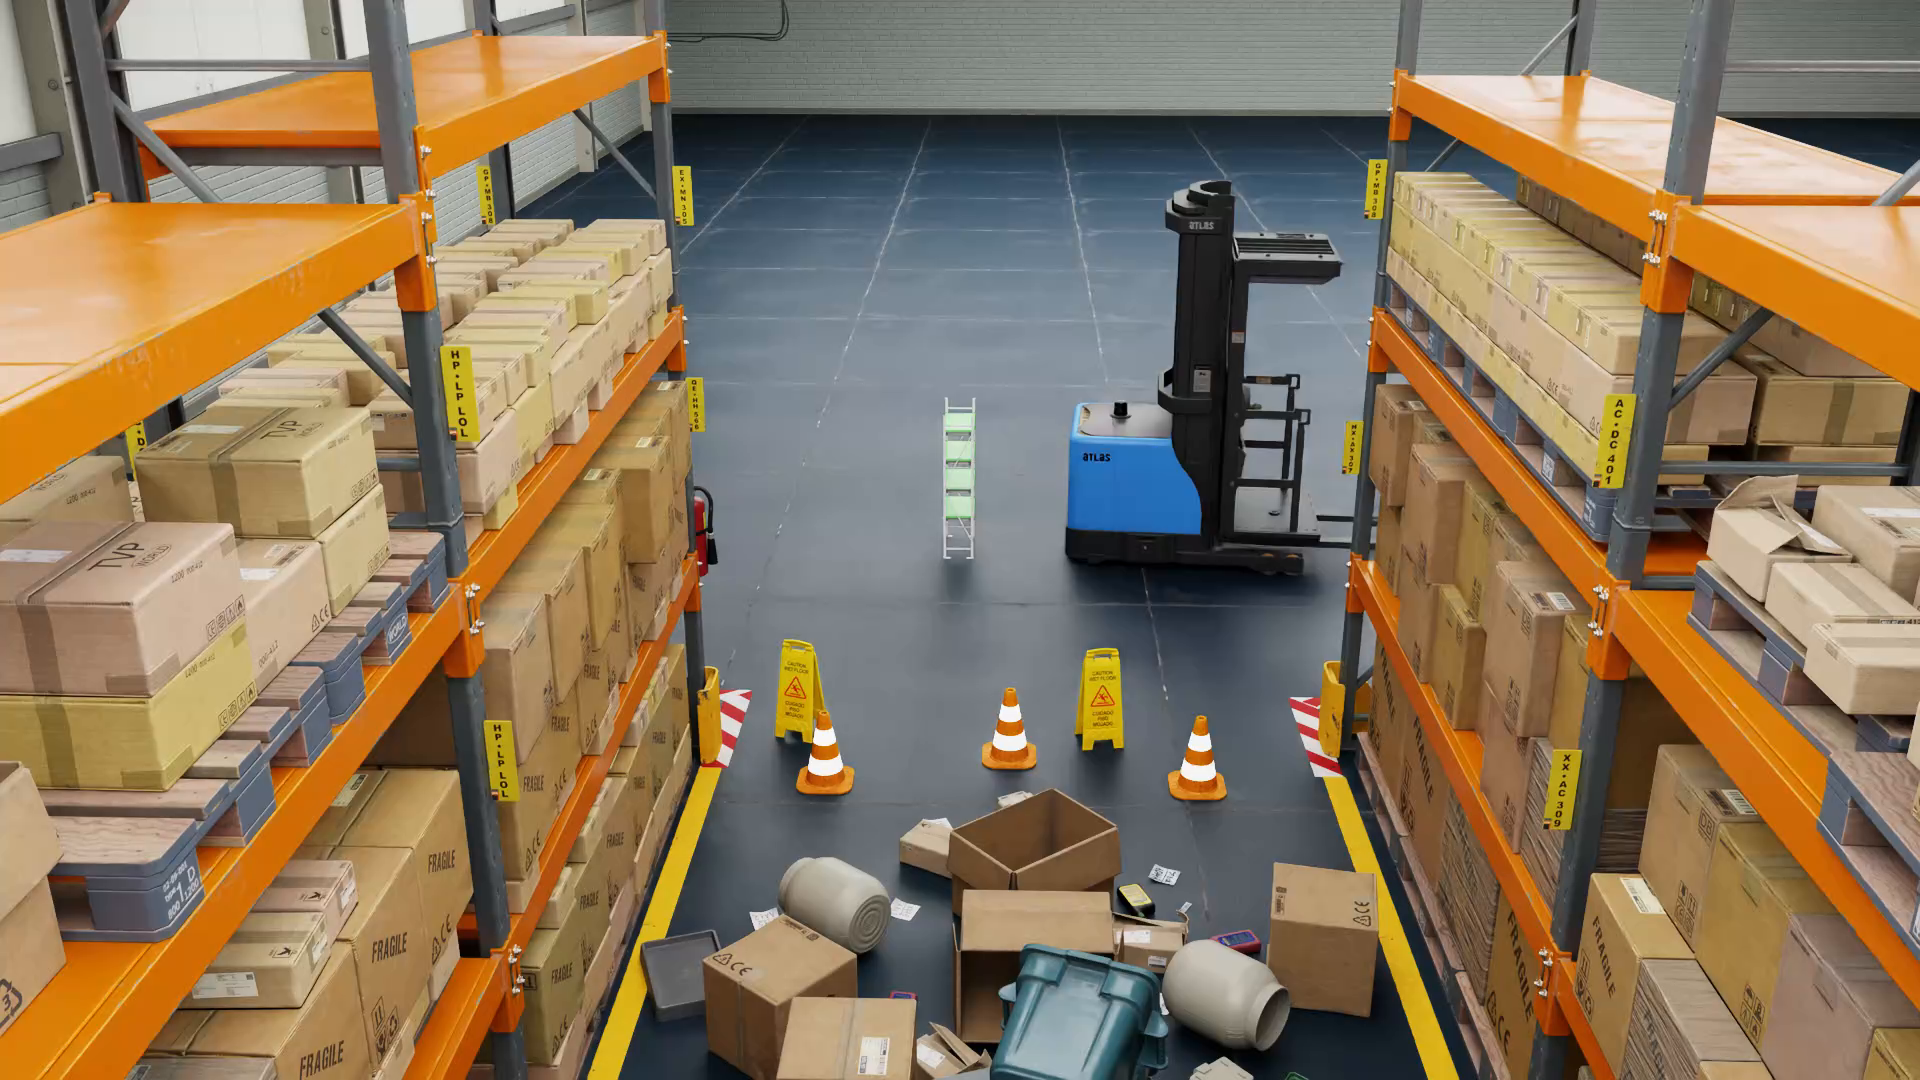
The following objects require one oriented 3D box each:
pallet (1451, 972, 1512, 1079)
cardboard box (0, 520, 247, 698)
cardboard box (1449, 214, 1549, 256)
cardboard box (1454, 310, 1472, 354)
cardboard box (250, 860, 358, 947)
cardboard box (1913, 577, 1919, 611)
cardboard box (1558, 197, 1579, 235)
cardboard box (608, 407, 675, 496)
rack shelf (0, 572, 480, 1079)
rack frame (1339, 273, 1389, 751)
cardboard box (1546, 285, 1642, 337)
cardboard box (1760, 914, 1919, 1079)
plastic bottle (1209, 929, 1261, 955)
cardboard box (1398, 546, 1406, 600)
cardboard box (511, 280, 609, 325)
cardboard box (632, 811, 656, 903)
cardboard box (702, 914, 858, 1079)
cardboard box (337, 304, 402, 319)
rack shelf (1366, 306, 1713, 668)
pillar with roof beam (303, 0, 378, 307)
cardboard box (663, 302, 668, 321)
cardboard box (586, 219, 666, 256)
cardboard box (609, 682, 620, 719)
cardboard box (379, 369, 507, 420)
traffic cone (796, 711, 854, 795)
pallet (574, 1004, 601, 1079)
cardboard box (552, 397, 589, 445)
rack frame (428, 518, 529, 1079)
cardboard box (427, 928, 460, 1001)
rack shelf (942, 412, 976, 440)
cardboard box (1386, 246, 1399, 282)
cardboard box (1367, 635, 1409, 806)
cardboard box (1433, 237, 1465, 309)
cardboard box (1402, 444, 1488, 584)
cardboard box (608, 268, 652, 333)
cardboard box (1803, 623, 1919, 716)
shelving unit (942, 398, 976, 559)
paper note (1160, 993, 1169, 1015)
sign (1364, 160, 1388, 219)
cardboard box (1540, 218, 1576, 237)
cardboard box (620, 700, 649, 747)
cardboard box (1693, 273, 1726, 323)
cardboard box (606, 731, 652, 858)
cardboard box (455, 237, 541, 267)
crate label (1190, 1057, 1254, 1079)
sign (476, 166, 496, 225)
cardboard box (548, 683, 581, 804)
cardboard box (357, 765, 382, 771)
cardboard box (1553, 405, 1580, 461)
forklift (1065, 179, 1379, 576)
[{"bbox_3d":[2.840,2.379,7.399,1.003,0.211,1.213,1,21,2],"label":"pallet"},{"bbox_3d":[-2.111,0.158,4.058,0.500,0.250,0.500,1,21,3],"label":"cardboard box"},{"bbox_3d":[2.493,-1.412,7.694,0.380,0.149,0.250,0,21,1],"label":"cardboard box"},{"bbox_3d":[2.484,-0.948,7.601,0.380,0.149,0.250,1,21,2],"label":"cardboard box"},{"bbox_3d":[-2.008,1.070,4.890,0.380,0.149,0.250,0,21,0],"label":"cardboard box"},{"bbox_3d":[2.921,0.231,4.422,0.500,0.250,0.500,0,21,1],"label":"cardboard box"},{"bbox_3d":[3.166,-1.587,8.144,0.380,0.149,0.250,1,21,3],"label":"cardboard box"},{"bbox_3d":[-1.910,-0.393,8.756,0.700,0.500,0.500,1,21,2],"label":"cardboard box"},{"bbox_3d":[-2.273,0.995,3.958,1.077,0.370,4.000,1,21,2],"label":"rack shelf"},{"bbox_3d":[2.861,-0.093,9.916,1.000,3.000,0.127,1,21,2],"label":"rack frame"},{"bbox_3d":[2.447,-0.860,6.272,0.380,0.149,0.250,1,21,2],"label":"cardboard box"},{"bbox_3d":[2.700,1.389,4.576,0.700,0.500,0.500,1,21,2],"label":"cardboard box"},{"bbox_3d":[1.371,2.056,8.438,0.283,0.061,0.133,-7,22,-17],"label":"plastic bottle"},{"bbox_3d":[2.900,0.171,9.028,0.875,0.550,0.550,1,21,2],"label":"cardboard box"},{"bbox_3d":[-1.818,-1.084,7.567,0.380,0.149,0.250,1,21,3],"label":"cardboard box"},{"bbox_3d":[-1.880,1.647,8.652,0.500,0.250,0.500,0,21,0],"label":"cardboard box"},{"bbox_3d":[-0.819,2.127,7.646,0.500,0.500,0.500,18,27,38],"label":"cardboard box"},{"bbox_3d":[-2.448,-0.905,7.106,0.380,0.149,0.250,1,21,2],"label":"cardboard box"},{"bbox_3d":[2.800,-0.433,7.640,1.077,0.370,4.000,1,21,2],"label":"rack shelf"},{"bbox_3d":[-3.306,-7.011,19.451,9.100,9.000,0.400,1,21,2],"label":"pillar with roof beam"},{"bbox_3d":[-1.821,-1.260,9.124,0.380,0.149,0.250,1,21,2],"label":"cardboard box"},{"bbox_3d":[-1.805,-1.639,8.997,0.380,0.149,0.250,1,21,2],"label":"cardboard box"},{"bbox_3d":[-1.854,0.788,7.992,0.380,0.149,0.250,1,21,1],"label":"cardboard box"},{"bbox_3d":[-1.897,-0.523,6.121,0.380,0.149,0.250,1,21,3],"label":"cardboard box"},{"bbox_3d":[-0.814,1.241,9.984,0.336,0.463,0.334,1,21,2],"label":"traffic cone"},{"bbox_3d":[-2.227,2.392,7.366,1.003,0.211,1.213,1,21,2],"label":"pallet"},{"bbox_3d":[-1.830,-0.521,7.220,0.380,0.149,0.250,0,21,1],"label":"cardboard box"},{"bbox_3d":[-2.212,1.335,6.235,1.000,3.000,0.127,1,21,2],"label":"rack frame"},{"bbox_3d":[-1.952,1.446,5.717,0.380,0.149,0.250,1,21,2],"label":"cardboard box"},{"bbox_3d":[-0.005,-0.887,13.301,0.258,0.148,0.480,1,21,2],"label":"rack shelf"},{"bbox_3d":[2.530,-1.496,9.014,0.380,0.149,0.250,1,21,2],"label":"cardboard box"},{"bbox_3d":[2.906,0.947,9.590,0.875,0.875,0.875,1,21,2],"label":"cardboard box"},{"bbox_3d":[2.561,-1.265,7.867,0.500,0.250,0.500,0,21,1],"label":"cardboard box"},{"bbox_3d":[2.733,-0.132,8.316,0.875,0.550,0.550,1,21,2],"label":"cardboard box"},{"bbox_3d":[-1.866,-1.209,8.440,0.500,0.250,0.500,0,21,1],"label":"cardboard box"},{"bbox_3d":[2.436,0.333,4.299,0.380,0.149,0.250,1,21,2],"label":"cardboard box"},{"bbox_3d":[-0.005,-0.500,13.451,0.258,1.200,0.503,1,21,2],"label":"shelving unit"},{"bbox_3d":[0.951,2.230,8.044,0.172,0.023,0.155,8,23,20],"label":"paper note"},{"bbox_3d":[2.306,-1.944,9.222,0.100,0.325,0.005,1,21,2],"label":"sign"},{"bbox_3d":[3.109,-1.442,8.322,0.500,0.250,0.500,1,21,2],"label":"cardboard box"},{"bbox_3d":[-1.818,0.935,8.553,0.380,0.149,0.250,2,21,4],"label":"cardboard box"},{"bbox_3d":[3.112,-0.946,6.493,0.380,0.149,0.250,0,21,1],"label":"cardboard box"},{"bbox_3d":[-1.889,1.289,8.537,0.500,0.500,0.500,0,21,0],"label":"cardboard box"},{"bbox_3d":[-2.366,-1.457,8.529,0.380,0.149,0.250,1,21,2],"label":"cardboard box"},{"bbox_3d":[1.158,2.428,7.375,0.298,0.136,0.250,-16,26,-35],"label":"crate label"},{"bbox_3d":[-2.633,-1.923,9.277,0.100,0.325,0.005,1,21,2],"label":"sign"},{"bbox_3d":[-1.928,0.812,7.033,0.500,0.500,0.500,1,21,1],"label":"cardboard box"},{"bbox_3d":[-2.447,0.986,6.584,0.500,0.500,0.500,0,21,0],"label":"cardboard box"},{"bbox_3d":[2.438,-0.397,6.180,0.380,0.149,0.250,1,21,3],"label":"cardboard box"},{"bbox_3d":[2.395,-1.287,13.087,3.031,2.935,1.130,2,21,6],"label":"forklift"}]
